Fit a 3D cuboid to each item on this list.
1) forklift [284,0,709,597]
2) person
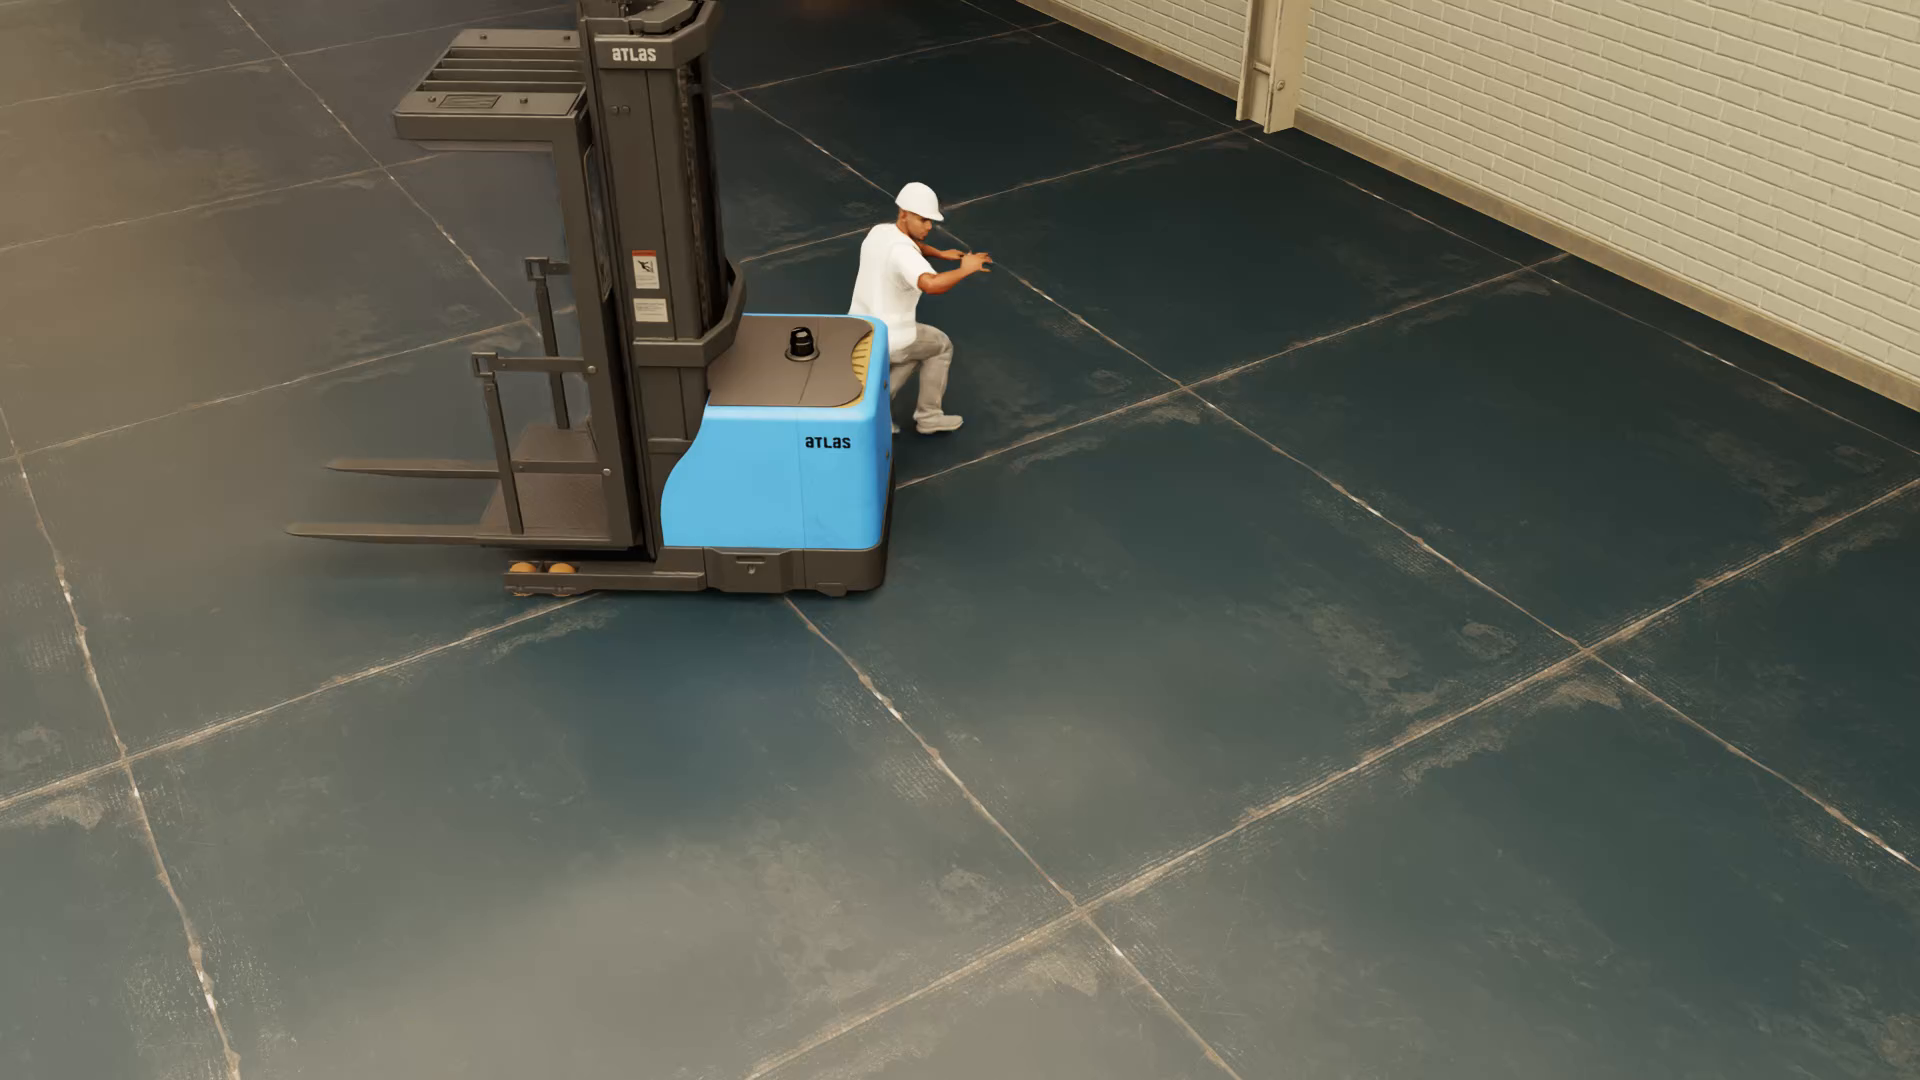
[{"bbox_3d":[-1.879,-1.221,7.885,3.031,2.935,1.121,1,35,2],"label":"forklift"},{"bbox_3d":[-0.141,-1.287,9.247,1.035,1.474,0.819,-30,45,-35],"label":"person"}]
